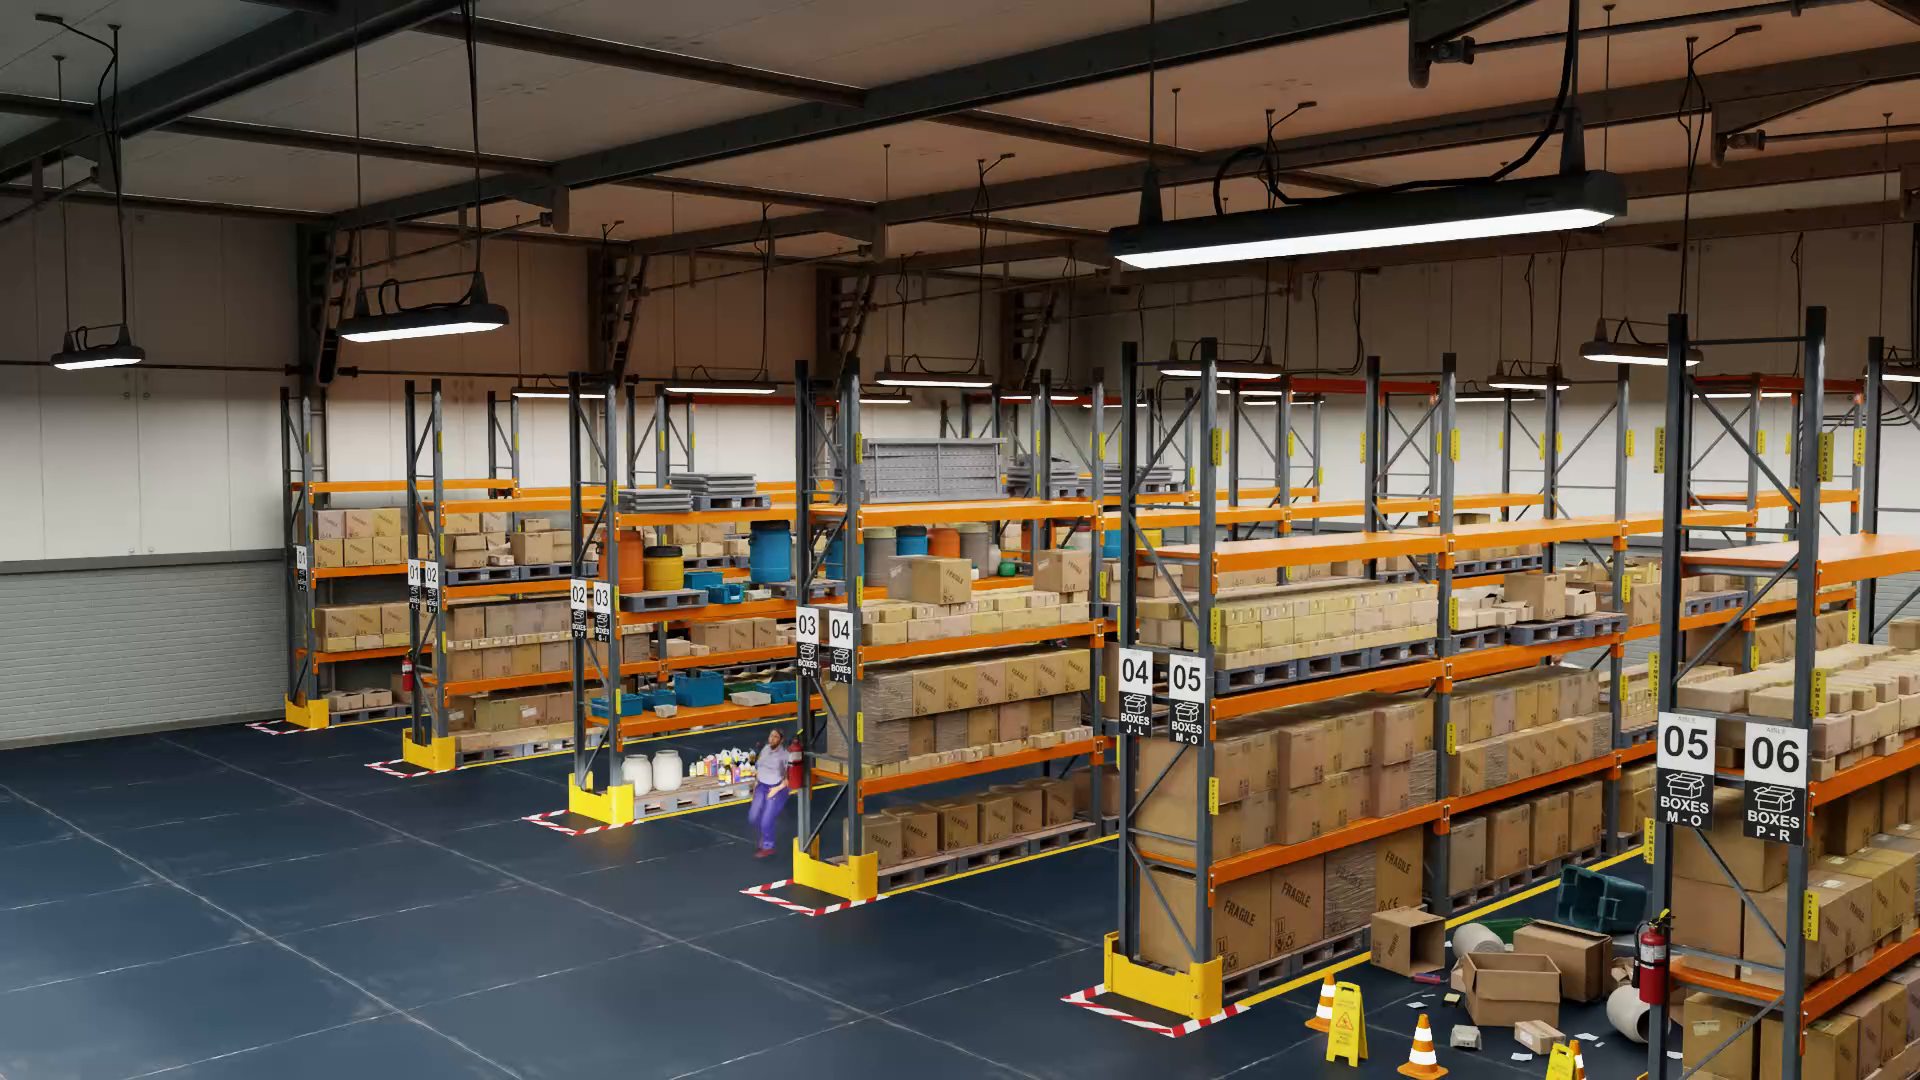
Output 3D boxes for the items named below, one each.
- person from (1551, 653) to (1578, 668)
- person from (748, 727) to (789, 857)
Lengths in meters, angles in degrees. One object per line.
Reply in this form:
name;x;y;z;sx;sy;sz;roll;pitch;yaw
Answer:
person;9.616;2.631;26.776;0.558;1.644;0.741;-3;5;-44
person;-2.287;3.078;20.324;0.666;1.604;0.521;2;4;30
